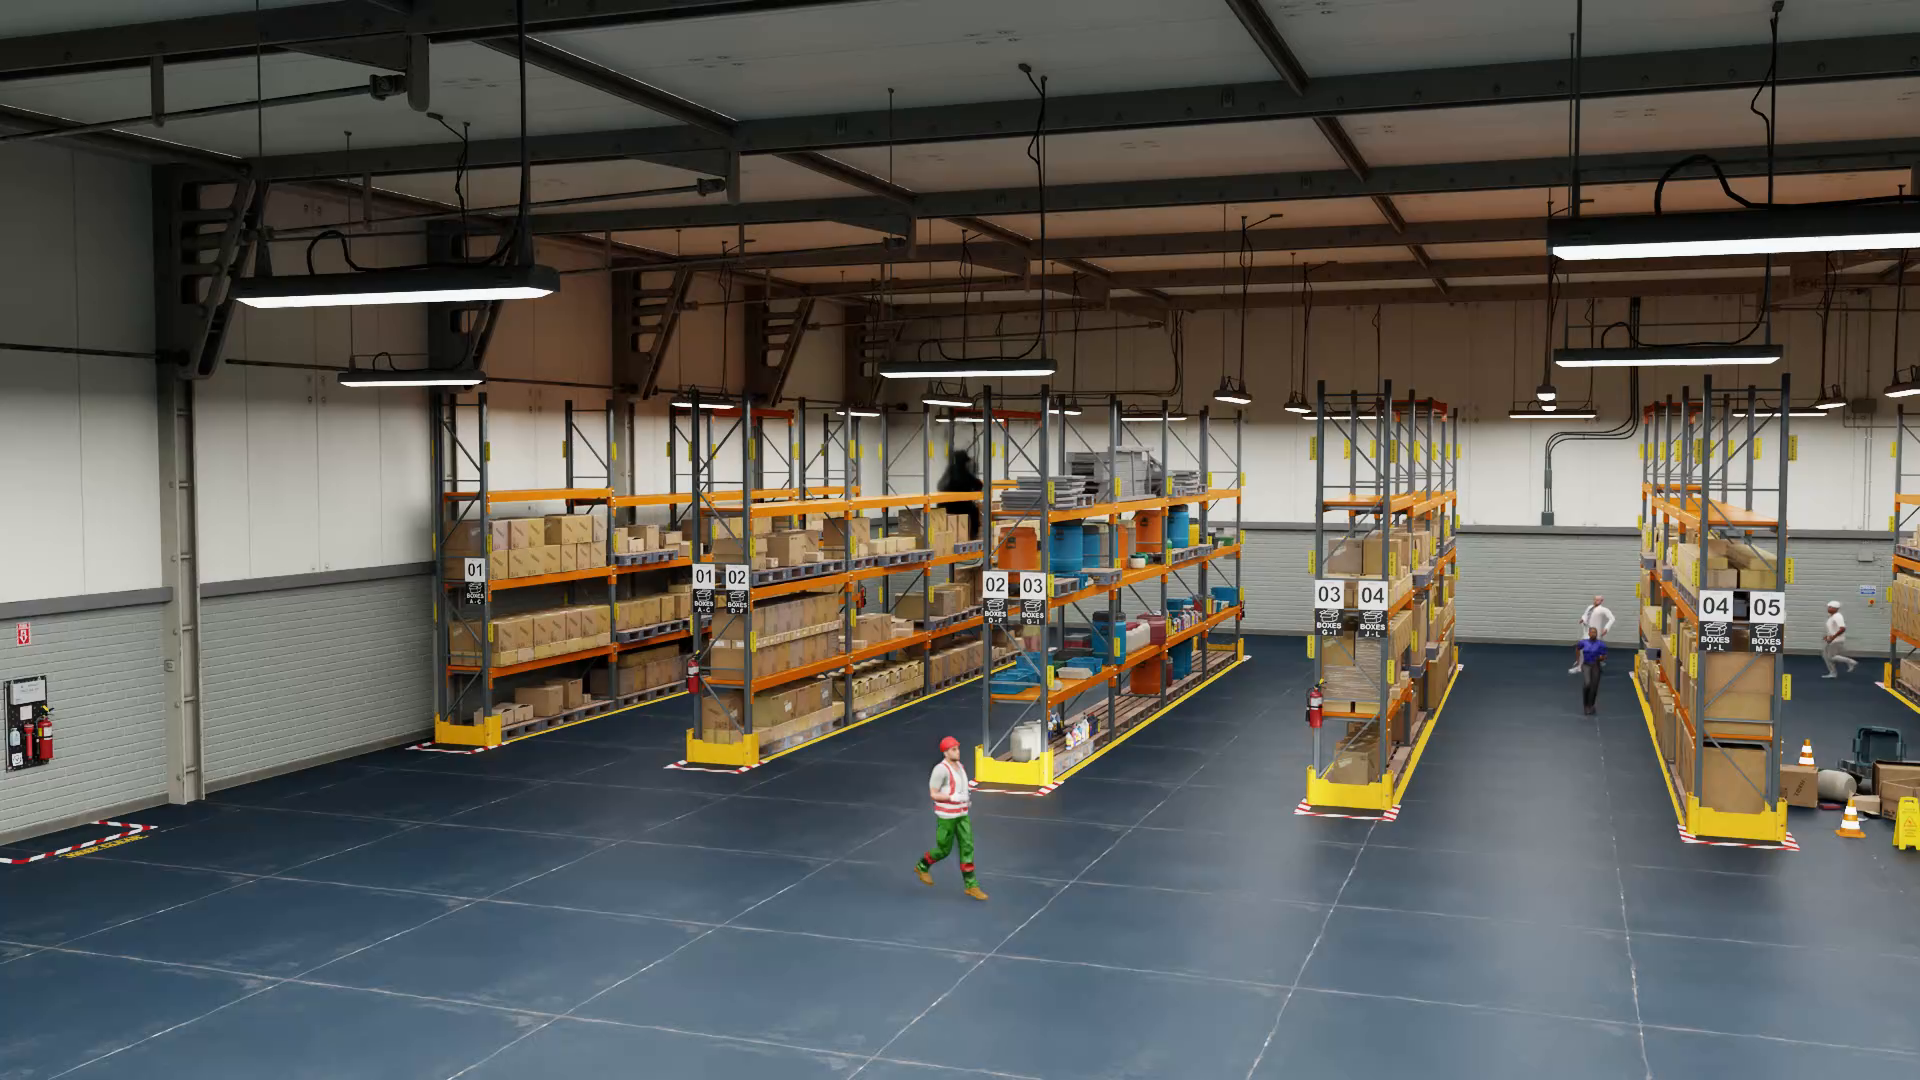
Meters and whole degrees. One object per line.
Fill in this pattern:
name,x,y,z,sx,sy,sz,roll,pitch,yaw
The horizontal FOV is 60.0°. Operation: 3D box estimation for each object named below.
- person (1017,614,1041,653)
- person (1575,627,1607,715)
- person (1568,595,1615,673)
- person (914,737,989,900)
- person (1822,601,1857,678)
person,1.477,2.036,34.687,0.563,1.755,0.732,1,3,16
person,12.032,2.503,31.698,0.536,1.677,0.784,1,3,15
person,14.241,2.164,37.538,0.982,1.677,0.751,-1,3,-12
person,-0.103,3.092,18.638,0.987,1.786,0.656,2,4,39
person,19.375,2.201,36.631,0.668,1.716,0.683,1,3,16
